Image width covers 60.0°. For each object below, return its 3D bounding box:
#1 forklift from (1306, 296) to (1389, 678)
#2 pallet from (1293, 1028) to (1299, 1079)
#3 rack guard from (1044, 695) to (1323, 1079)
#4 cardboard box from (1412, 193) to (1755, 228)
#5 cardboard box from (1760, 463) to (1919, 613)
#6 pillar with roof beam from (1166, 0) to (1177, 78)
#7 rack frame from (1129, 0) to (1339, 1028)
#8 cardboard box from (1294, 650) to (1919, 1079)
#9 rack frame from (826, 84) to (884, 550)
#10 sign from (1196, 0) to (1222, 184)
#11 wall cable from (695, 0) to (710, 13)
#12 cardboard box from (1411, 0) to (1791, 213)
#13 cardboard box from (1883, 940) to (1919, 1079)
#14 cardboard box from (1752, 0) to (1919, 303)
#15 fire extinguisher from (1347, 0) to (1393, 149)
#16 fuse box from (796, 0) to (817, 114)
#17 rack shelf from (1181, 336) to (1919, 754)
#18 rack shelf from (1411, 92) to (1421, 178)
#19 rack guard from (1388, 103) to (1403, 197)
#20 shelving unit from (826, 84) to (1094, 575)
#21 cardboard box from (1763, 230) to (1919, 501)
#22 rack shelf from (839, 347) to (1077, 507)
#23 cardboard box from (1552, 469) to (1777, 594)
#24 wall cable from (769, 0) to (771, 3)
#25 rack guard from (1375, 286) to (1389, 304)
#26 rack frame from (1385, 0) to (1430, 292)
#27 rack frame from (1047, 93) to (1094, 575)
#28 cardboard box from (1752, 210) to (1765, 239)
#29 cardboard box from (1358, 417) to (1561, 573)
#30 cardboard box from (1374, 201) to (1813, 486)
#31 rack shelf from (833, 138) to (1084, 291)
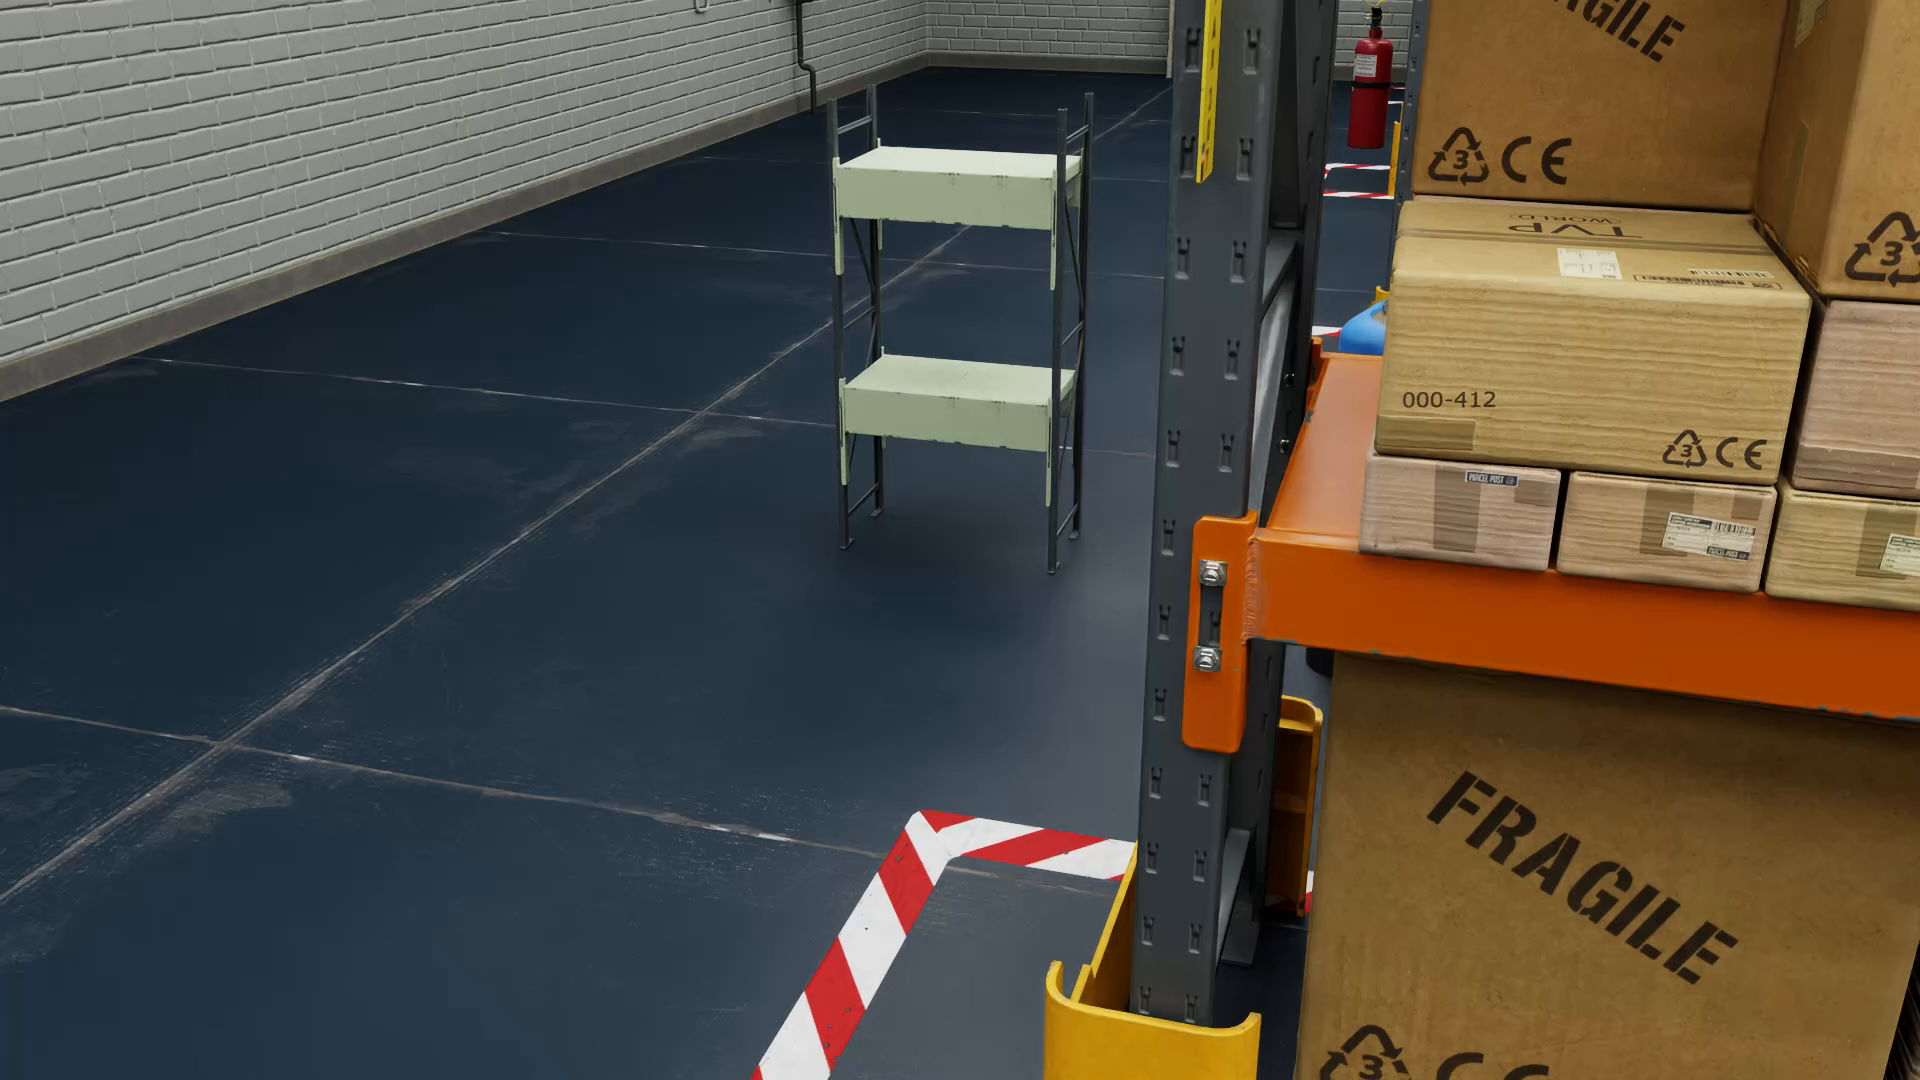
[{"bbox_3d":[2.500,-0.782,3.814,3.031,2.935,1.130,14,26,30],"label":"forklift"},{"bbox_3d":[1.268,0.970,3.128,1.213,0.211,1.003,7,23,16],"label":"pallet"},{"bbox_3d":[0.457,0.774,3.224,0.348,0.500,1.175,7,23,16],"label":"rack guard"},{"bbox_3d":[1.020,-0.491,2.820,0.500,0.250,0.500,6,23,15],"label":"cardboard box"},{"bbox_3d":[1.216,-0.049,2.268,0.250,0.149,0.380,6,23,14],"label":"cardboard box"},{"bbox_3d":[1.208,-7.618,12.485,0.400,9.000,9.100,7,23,16],"label":"pillar with roof beam"},{"bbox_3d":[0.480,-0.380,2.743,0.127,3.000,1.000,7,23,16],"label":"rack frame"},{"bbox_3d":[1.116,0.450,2.966,0.875,0.875,0.875,7,23,16],"label":"cardboard box"},{"bbox_3d":[-0.344,-0.733,5.581,0.023,1.500,0.400,7,23,16],"label":"rack frame"},{"bbox_3d":[0.314,-0.616,2.074,0.005,0.325,0.100,7,23,16],"label":"sign"},{"bbox_3d":[-2.063,-5.074,12.808,0.123,1.953,0.585,7,23,16],"label":"wall cable"},{"bbox_3d":[1.022,-0.837,2.675,0.500,0.500,0.500,7,23,16],"label":"cardboard box"},{"bbox_3d":[1.987,0.550,2.723,0.875,0.875,0.875,7,23,16],"label":"cardboard box"},{"bbox_3d":[1.340,-0.589,2.071,0.500,0.500,0.500,6,23,14],"label":"cardboard box"},{"bbox_3d":[1.901,-2.158,7.671,0.183,0.674,0.296,7,23,16],"label":"fire extinguisher"},{"bbox_3d":[-1.316,-4.741,15.073,0.414,1.711,0.539,7,23,16],"label":"fuse box"},{"bbox_3d":[2.395,0.173,2.345,4.000,0.370,1.077,7,23,16],"label":"rack shelf"},{"bbox_3d":[3.924,-1.618,6.711,4.000,0.370,1.077,7,23,16],"label":"rack shelf"},{"bbox_3d":[3.319,-2.826,12.001,0.348,0.500,1.175,7,23,16],"label":"rack guard"},{"bbox_3d":[0.006,-0.693,5.484,0.755,1.500,0.431,7,23,16],"label":"shelving unit"},{"bbox_3d":[1.361,-0.242,2.214,0.500,0.250,0.500,6,23,15],"label":"cardboard box"},{"bbox_3d":[0.006,-0.392,5.607,0.720,0.370,0.431,7,23,16],"label":"rack shelf"},{"bbox_3d":[0.970,-0.077,2.336,0.250,0.149,0.380,6,23,15],"label":"cardboard box"},{"bbox_3d":[-1.664,-5.576,14.073,0.122,1.984,0.588,7,23,16],"label":"wall cable"},{"bbox_3d":[2.082,-1.006,7.563,0.348,0.500,1.175,7,23,16],"label":"rack guard"},{"bbox_3d":[2.009,-2.171,7.109,0.127,3.000,1.000,7,23,16],"label":"rack frame"},{"bbox_3d":[0.357,-0.653,5.386,0.023,1.500,0.400,7,23,16],"label":"rack frame"},{"bbox_3d":[1.506,-0.435,2.684,0.500,0.250,0.500,6,23,15],"label":"cardboard box"},{"bbox_3d":[0.724,-0.105,2.403,0.250,0.149,0.380,7,23,16],"label":"cardboard box"},{"bbox_3d":[0.861,-0.297,2.347,0.500,0.250,0.500,6,23,14],"label":"cardboard box"},{"bbox_3d":[0.006,-1.054,5.336,0.720,0.370,0.431,7,23,16],"label":"rack shelf"}]
